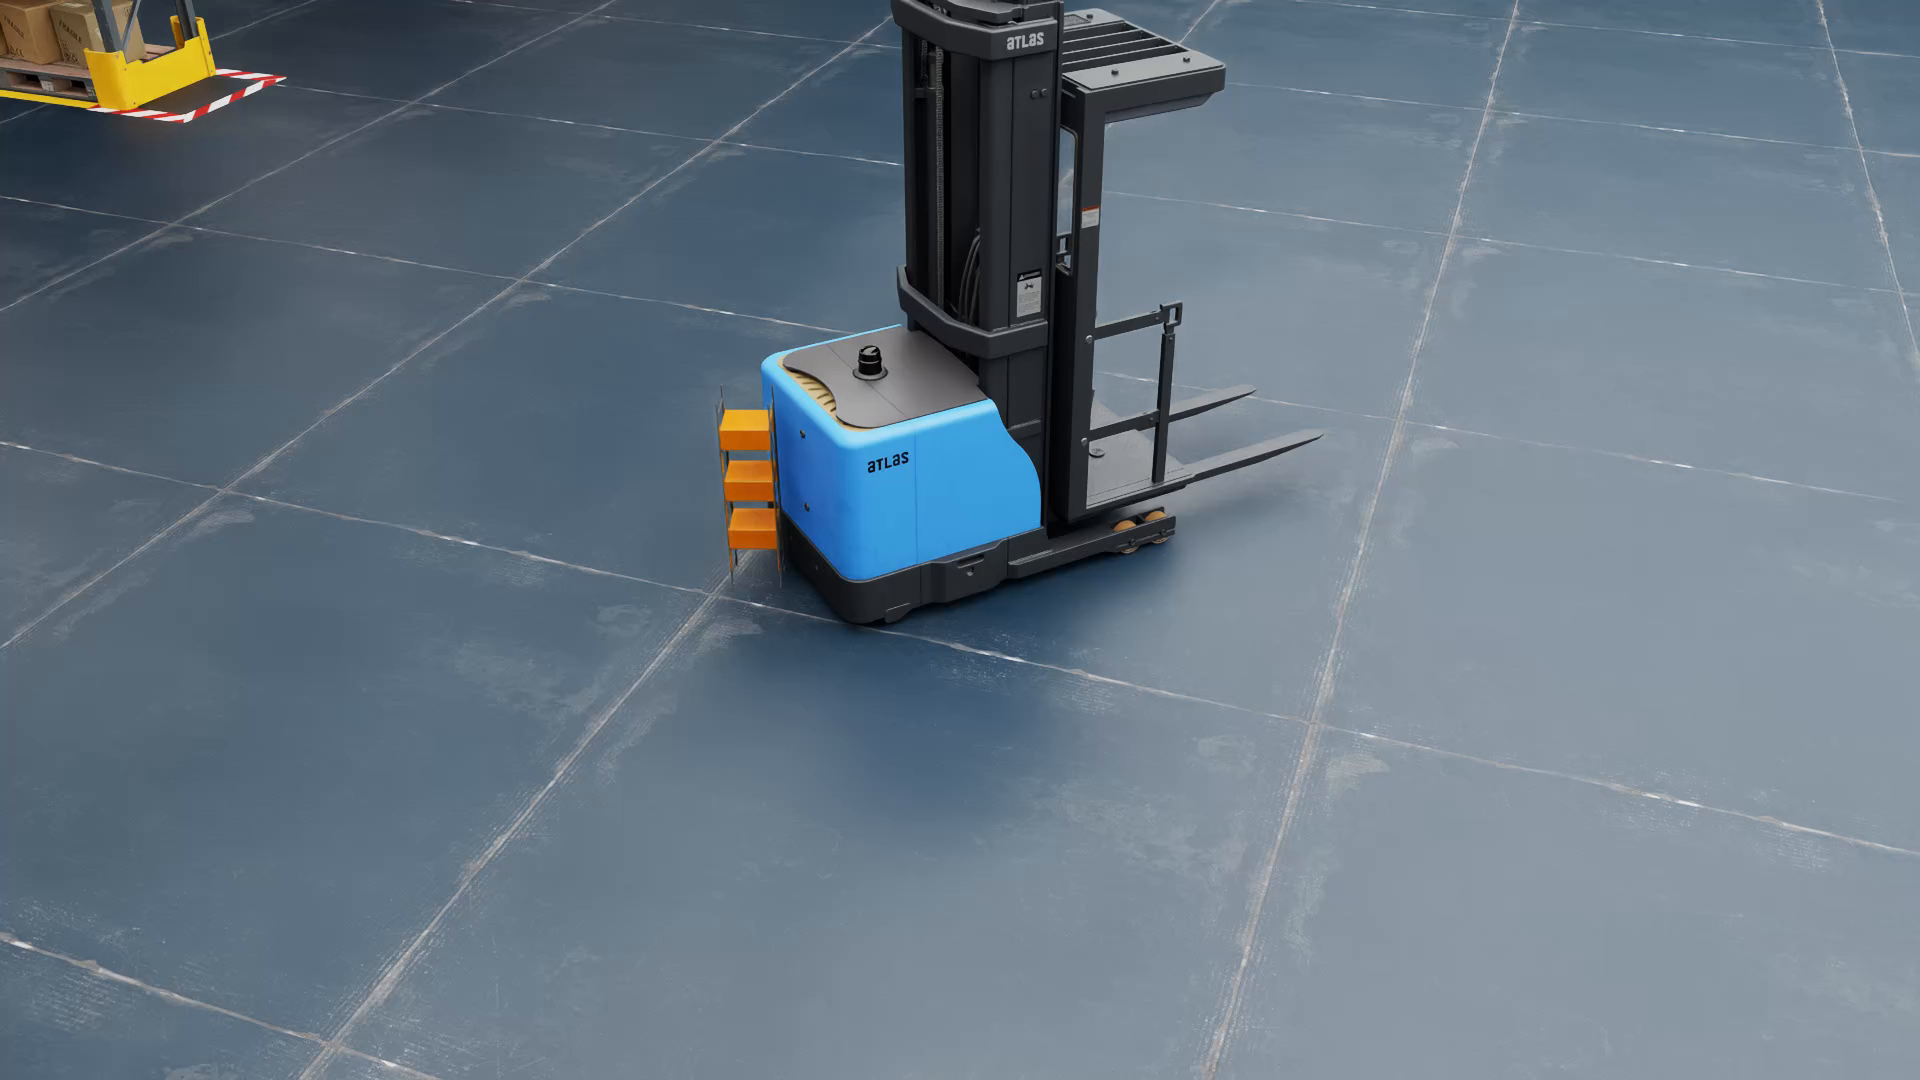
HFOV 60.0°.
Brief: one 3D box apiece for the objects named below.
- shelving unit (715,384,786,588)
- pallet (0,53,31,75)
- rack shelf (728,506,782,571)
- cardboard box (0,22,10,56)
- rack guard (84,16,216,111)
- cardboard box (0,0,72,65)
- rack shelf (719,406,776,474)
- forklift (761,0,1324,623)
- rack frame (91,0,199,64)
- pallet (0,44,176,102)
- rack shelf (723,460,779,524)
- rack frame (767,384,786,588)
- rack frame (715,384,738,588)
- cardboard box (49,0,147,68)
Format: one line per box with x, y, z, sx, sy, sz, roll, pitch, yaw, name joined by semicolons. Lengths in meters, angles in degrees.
-1.022;-0.252;8.172;0.252;1.050;0.215;0;33;0;shelving unit
-9.156;-4.566;15.628;1.213;0.211;1.003;11;34;16;pallet
-1.022;-0.009;8.328;0.240;0.259;0.215;0;33;0;rack shelf
-8.926;-4.798;15.334;0.500;0.500;0.500;14;35;21;cardboard box
-7.258;-4.297;14.944;0.348;0.500;1.175;11;34;16;rack guard
-8.343;-4.674;15.141;0.500;0.500;0.500;21;38;29;cardboard box
-1.022;-0.481;8.024;0.240;0.259;0.215;0;33;0;rack shelf
0.546;-1.396;8.210;3.031;2.935;1.130;-17;36;-24;forklift
-7.187;-5.333;14.244;0.127;3.000;1.000;11;34;16;rack frame
-8.011;-4.342;15.281;1.213;0.211;1.003;11;34;16;pallet
-1.022;-0.243;8.178;0.240;0.259;0.215;0;33;0;rack shelf
-0.900;-0.251;8.171;0.008;1.050;0.200;0;33;0;rack frame
-1.144;-0.252;8.172;0.008;1.050;0.200;0;33;0;rack frame
-7.769;-4.582;14.999;0.500;0.500;0.500;18;37;25;cardboard box
